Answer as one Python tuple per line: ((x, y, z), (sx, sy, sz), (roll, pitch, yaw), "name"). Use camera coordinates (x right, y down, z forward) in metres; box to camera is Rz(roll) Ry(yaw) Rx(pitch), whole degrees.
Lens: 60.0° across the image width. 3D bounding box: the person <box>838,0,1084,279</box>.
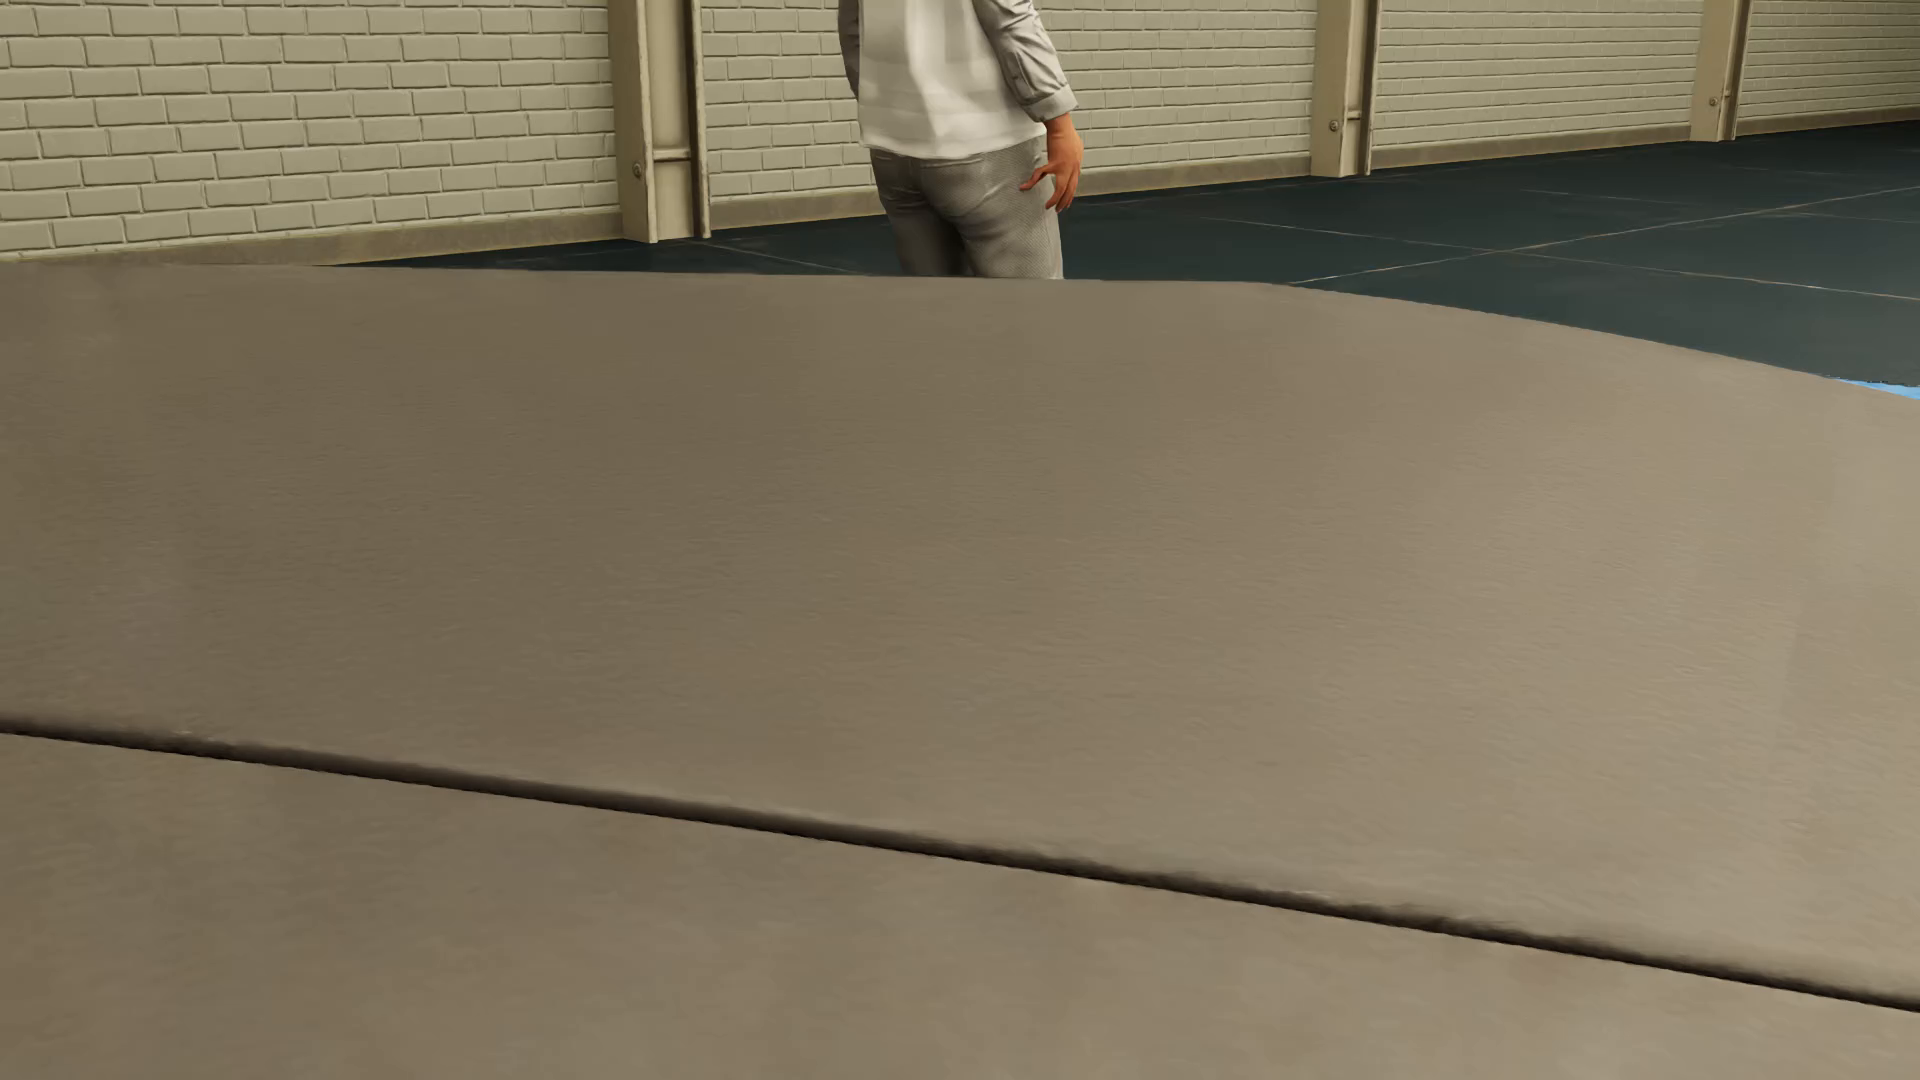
((0.053, -0.864, 3.615), (0.566, 1.775, 0.634), (-14, 22, -38), "person")
